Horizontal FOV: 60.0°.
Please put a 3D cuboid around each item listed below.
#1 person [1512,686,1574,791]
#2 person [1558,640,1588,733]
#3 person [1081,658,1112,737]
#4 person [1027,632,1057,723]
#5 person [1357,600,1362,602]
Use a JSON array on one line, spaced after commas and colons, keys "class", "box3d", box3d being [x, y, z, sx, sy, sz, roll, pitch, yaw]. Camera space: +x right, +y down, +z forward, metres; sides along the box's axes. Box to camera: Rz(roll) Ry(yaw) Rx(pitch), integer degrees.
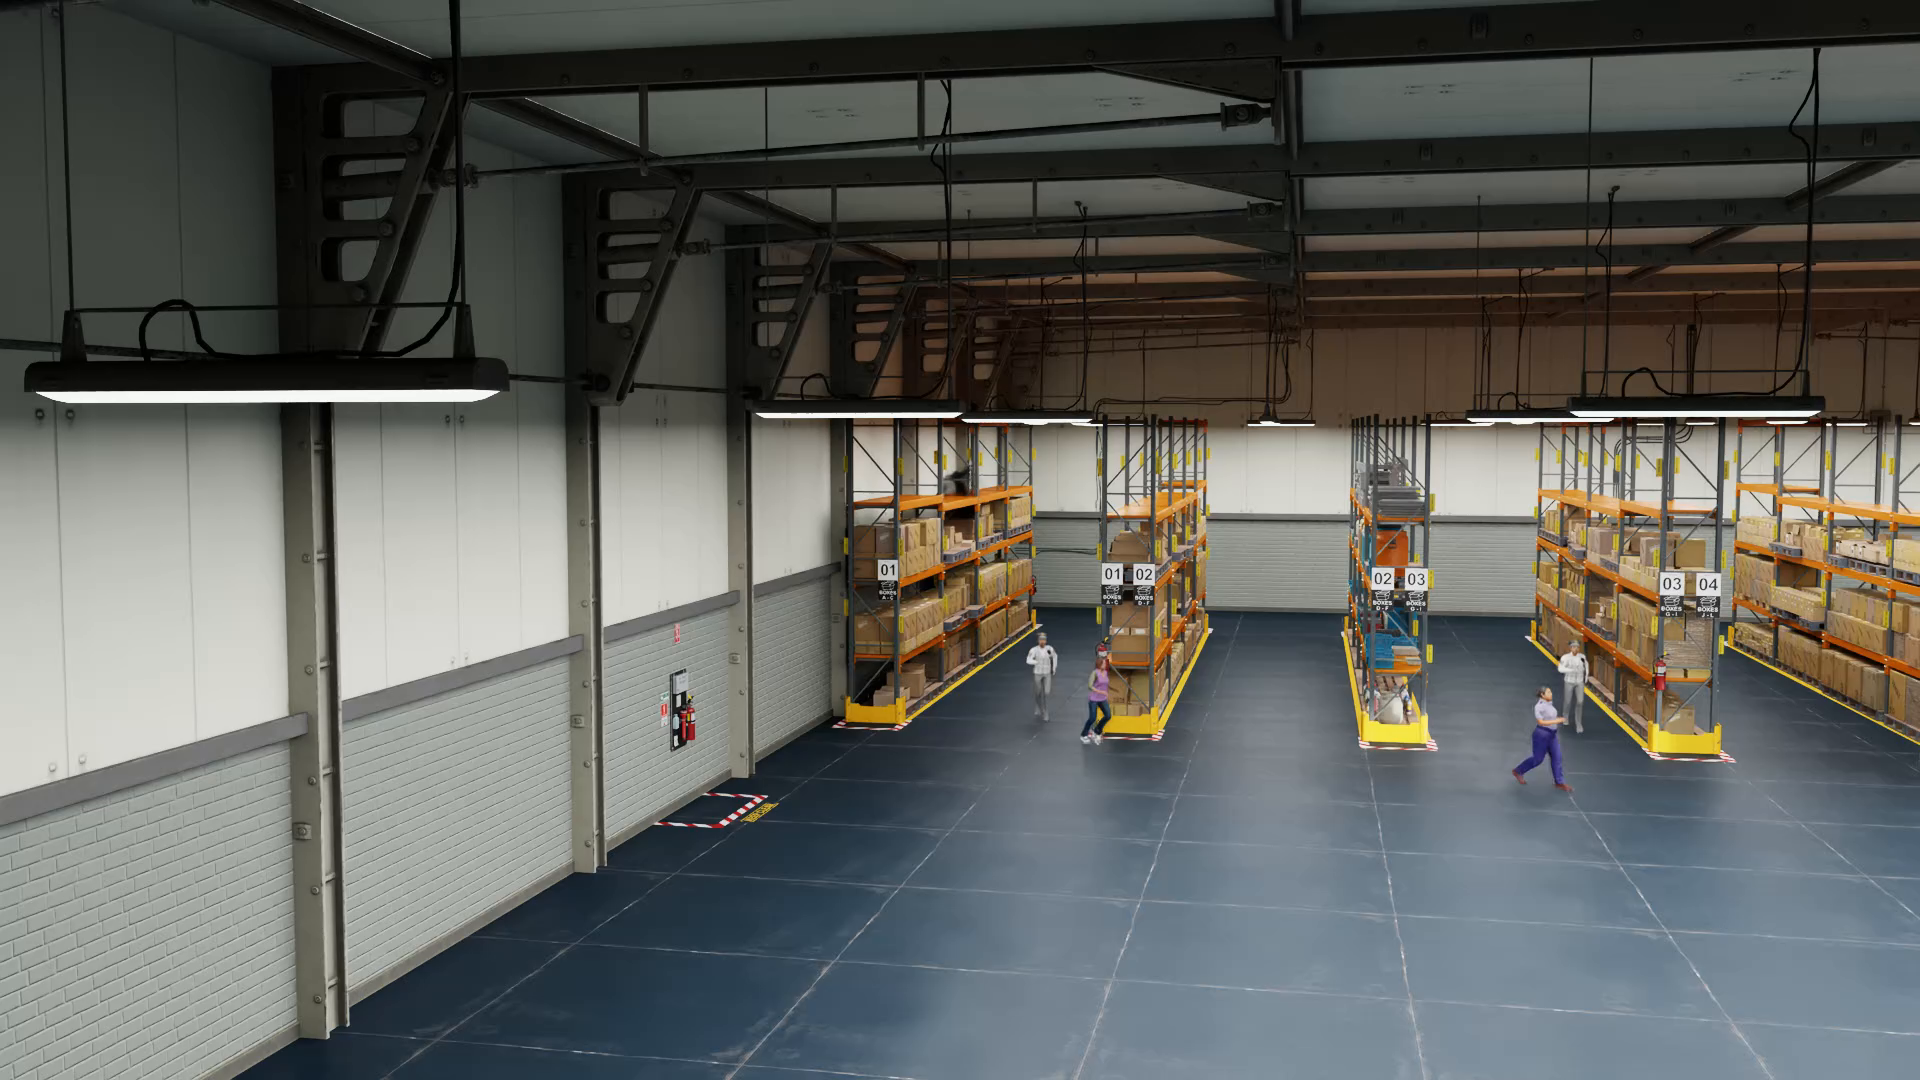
[{"class": "person", "box3d": [9.293, 3.130, 26.379, 0.866, 1.640, 0.610, 3, 5, 40]}, {"class": "person", "box3d": [11.693, 2.755, 31.720, 0.612, 1.748, 0.805, 1, 4, 8]}, {"class": "person", "box3d": [2.526, 2.860, 30.217, 0.576, 1.462, 0.615, -3, 5, -39]}, {"class": "person", "box3d": [1.617, 2.680, 32.839, 0.612, 1.748, 0.805, 0, 4, 0]}, {"class": "person", "box3d": [13.769, 2.714, 32.852, 2.782, 1.643, 17.144, -3, 5, -37]}]
